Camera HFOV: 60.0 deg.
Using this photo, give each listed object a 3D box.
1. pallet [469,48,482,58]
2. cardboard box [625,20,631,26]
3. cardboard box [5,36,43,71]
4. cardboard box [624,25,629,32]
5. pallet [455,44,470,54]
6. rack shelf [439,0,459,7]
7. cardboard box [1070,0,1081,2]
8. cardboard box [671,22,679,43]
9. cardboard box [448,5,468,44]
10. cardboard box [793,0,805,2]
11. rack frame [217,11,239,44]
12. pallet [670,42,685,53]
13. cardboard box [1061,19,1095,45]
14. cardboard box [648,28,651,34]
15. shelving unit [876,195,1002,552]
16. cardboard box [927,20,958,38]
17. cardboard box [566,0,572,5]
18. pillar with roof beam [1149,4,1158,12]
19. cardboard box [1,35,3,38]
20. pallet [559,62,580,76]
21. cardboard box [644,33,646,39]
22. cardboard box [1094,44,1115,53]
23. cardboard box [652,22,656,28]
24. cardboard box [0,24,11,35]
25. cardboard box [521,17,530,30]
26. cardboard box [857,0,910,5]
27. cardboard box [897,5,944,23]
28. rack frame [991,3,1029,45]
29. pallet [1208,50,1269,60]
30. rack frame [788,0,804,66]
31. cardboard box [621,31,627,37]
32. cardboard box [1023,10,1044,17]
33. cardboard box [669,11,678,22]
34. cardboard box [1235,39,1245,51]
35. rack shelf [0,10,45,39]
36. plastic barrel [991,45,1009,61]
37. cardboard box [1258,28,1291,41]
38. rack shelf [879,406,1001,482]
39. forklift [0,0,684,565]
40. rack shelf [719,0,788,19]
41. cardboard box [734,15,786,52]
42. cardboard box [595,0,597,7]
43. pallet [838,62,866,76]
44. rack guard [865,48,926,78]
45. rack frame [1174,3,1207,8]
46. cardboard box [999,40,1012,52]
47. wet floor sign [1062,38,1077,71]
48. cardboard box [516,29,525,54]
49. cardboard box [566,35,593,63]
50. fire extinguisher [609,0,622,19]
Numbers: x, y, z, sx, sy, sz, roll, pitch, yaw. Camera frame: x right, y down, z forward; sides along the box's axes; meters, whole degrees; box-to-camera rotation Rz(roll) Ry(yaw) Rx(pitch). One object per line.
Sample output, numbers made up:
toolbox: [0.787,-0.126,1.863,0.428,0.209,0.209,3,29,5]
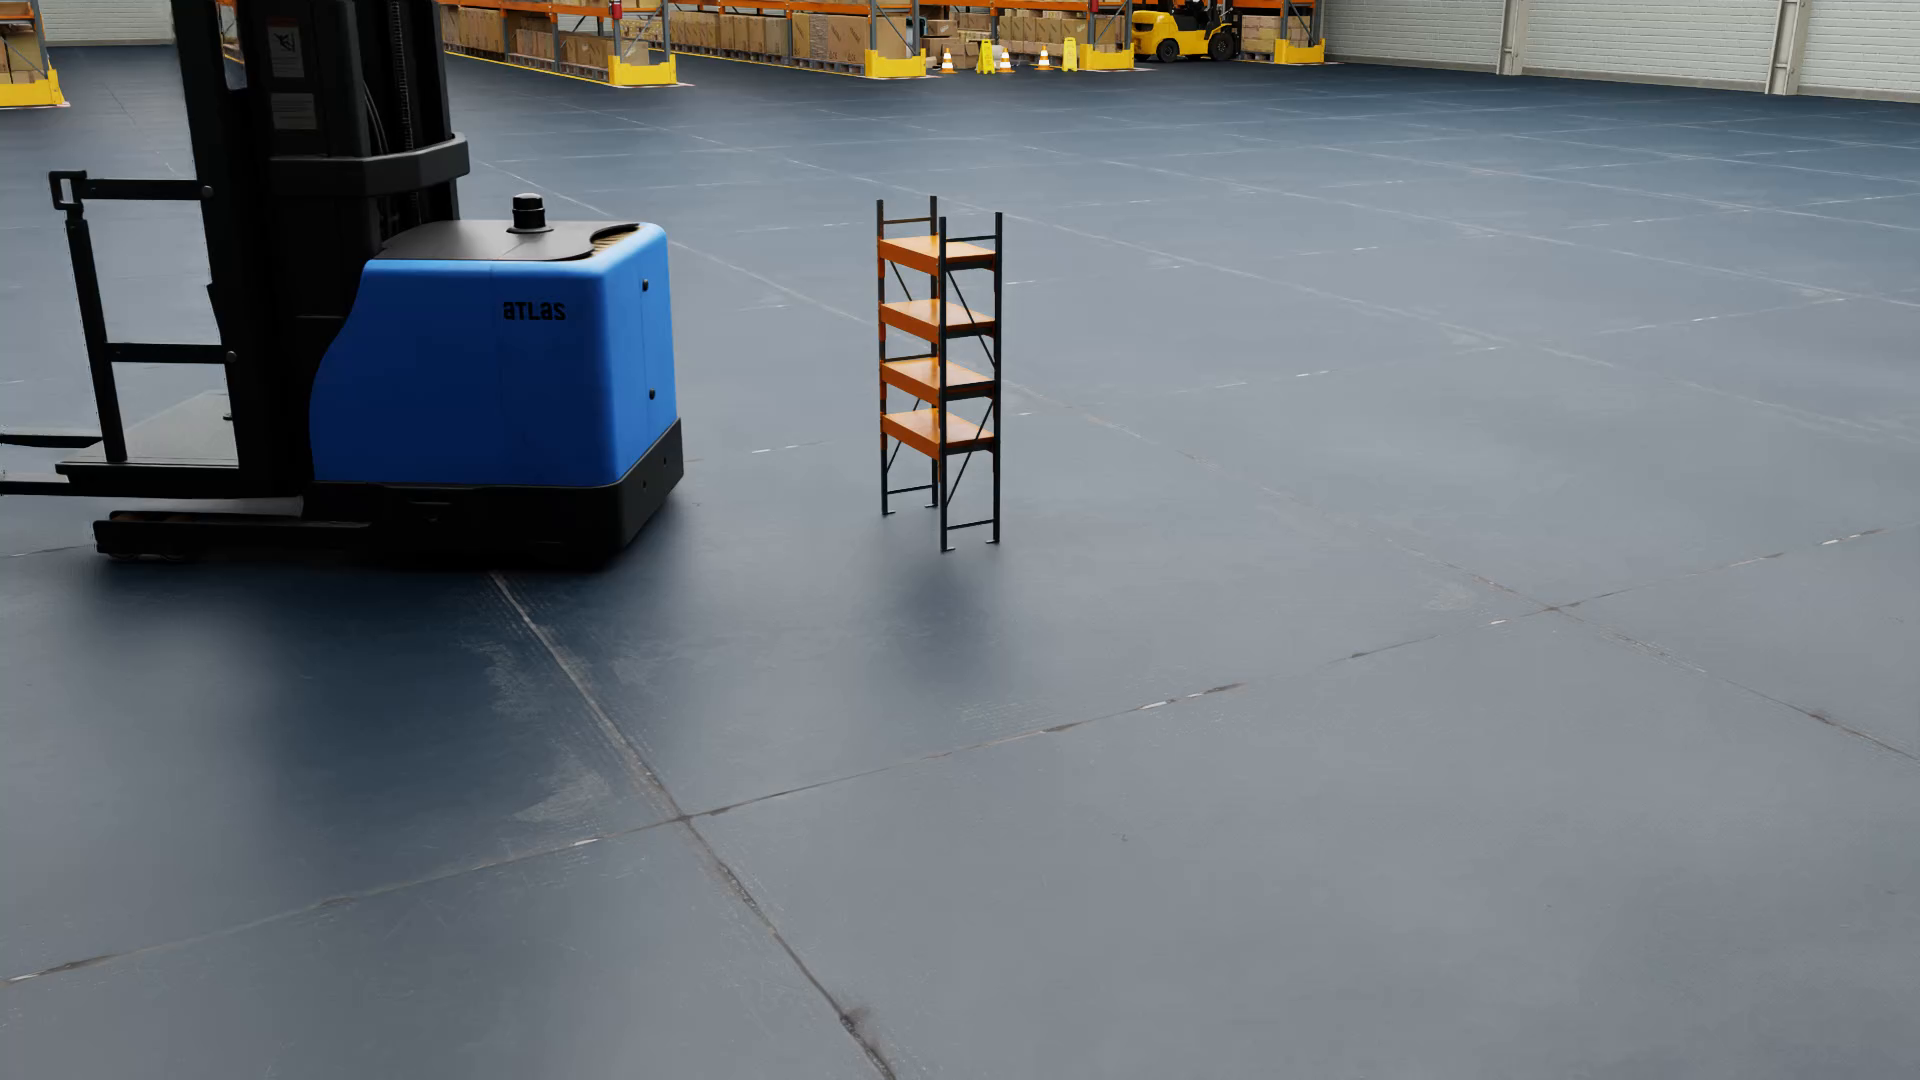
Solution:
pallet: [-10.924,-11.517,39.184,1.003,0.211,1.213,-10,21,-27]
cardboard box: [-8.650,-13.709,44.076,0.380,0.149,0.250,-10,21,-27]
cardboard box: [-14.676,-7.652,26.129,0.500,0.500,0.500,-10,21,-27]
cardboard box: [-8.740,-13.646,44.351,0.380,0.149,0.250,-10,21,-27]
pallet: [-11.649,-11.957,40.460,1.003,0.211,1.213,-10,21,-27]
rack shelf: [-12.307,-13.279,41.119,1.077,0.370,4.000,-10,21,-27]
cardboard box: [2.479,-11.146,34.220,0.380,0.149,0.250,-10,22,-27]
cardboard box: [-6.826,-12.548,41.085,0.500,0.500,0.500,-9,21,-25]
cardboard box: [-12.027,-12.699,40.949,0.875,0.875,0.875,-10,21,-27]
cardboard box: [-2.959,-11.455,34.498,0.875,0.550,0.550,-10,21,-27]
rack frame: [-17.615,-13.426,40.442,1.000,3.000,0.127,-10,21,-27]
pallet: [-6.573,-12.243,41.288,1.003,0.211,1.213,-10,21,-27]
cardboard box: [2.453,-10.578,34.610,0.500,0.500,0.500,-10,21,-26]
cardboard box: [-7.826,-13.124,42.838,0.380,0.149,0.250,-9,21,-25]
shelving unit: [-0.079,-0.615,6.073,0.258,1.200,0.503,-10,21,-27]
cardboard box: [-0.389,-11.175,36.591,0.500,0.500,0.500,-10,21,-27]
cardboard box: [-7.261,-10.232,31.570,0.380,0.149,0.250,-10,21,-27]
pillar with roof beam: [1.254,-16.136,39.098,9.100,9.000,0.400,-10,21,-27]
cardboard box: [-15.383,-7.713,26.306,0.500,0.500,0.500,-10,21,-27]
pallet: [-7.208,-9.243,32.594,1.003,0.211,1.213,-10,21,-27]
cardboard box: [-7.986,-13.077,43.158,0.380,0.149,0.250,-10,21,-26]
cardboard box: [2.923,-10.308,34.978,0.500,0.250,0.500,-10,21,-27]
cardboard box: [-7.623,-13.116,42.357,0.380,0.149,0.250,-10,22,-27]
cardboard box: [-18.859,-9.992,32.497,0.500,0.250,0.500,-9,21,-25]
cardboard box: [-9.113,-11.090,35.679,0.500,0.250,0.500,-9,21,-24]
cardboard box: [-1.462,-10.510,31.761,0.875,0.550,0.550,-10,21,-27]
cardboard box: [-0.991,-12.837,41.348,0.875,0.875,0.875,-10,22,-27]
rack frame: [1.163,-12.283,37.130,1.000,3.000,0.127,-10,21,-27]
pallet: [6.454,-11.150,38.120,1.003,0.211,1.213,-10,21,-27]
rack frame: [-3.145,-11.488,34.824,1.000,3.000,0.127,-10,21,-27]
cardboard box: [-8.876,-13.583,44.624,0.380,0.149,0.250,-10,21,-26]
cardboard box: [1.589,-11.363,35.890,0.380,0.149,0.250,-9,21,-24]
cardboard box: [-6.825,-12.903,40.963,0.500,0.250,0.500,-11,22,-29]
cardboard box: [6.471,-11.179,37.501,0.500,0.250,0.500,-10,21,-26]
rack shelf: [-15.328,-8.301,26.692,1.077,0.370,4.000,-10,21,-27]
plastic barrel: [0.750,-10.276,35.262,0.512,0.421,0.421,4,19,11]
cardboard box: [6.923,-11.131,36.597,0.500,0.250,0.500,-10,22,-27]
rack shelf: [-0.079,-0.363,6.160,0.258,0.148,0.480,-10,21,-27]
forklift: [-2.650,-1.475,5.913,3.031,2.935,1.130,1,19,4]
rack shelf: [-4.095,-11.722,36.606,1.077,0.370,4.000,-10,21,-27]
cardboard box: [-4.416,-11.332,37.178,1.050,0.750,0.750,-10,21,-26]
cardboard box: [-6.445,-9.819,30.374,0.380,0.149,0.250,-10,21,-27]
pallet: [-1.694,-9.239,32.582,1.003,0.211,1.213,-10,21,-27]
rack guard: [-1.234,-9.151,31.884,1.175,0.500,0.348,-10,21,-27]
rack frame: [5.530,-13.053,39.362,1.000,3.000,0.127,-10,21,-27]
cardboard box: [1.206,-10.971,36.898,0.500,0.250,0.500,-11,22,-29]
wet floor sign: [2.211,-9.802,33.548,0.267,0.644,0.232,-3,19,-8]
cardboard box: [-9.122,-10.734,35.797,0.700,0.500,0.500,-11,22,-30]
cardboard box: [-7.403,-9.644,32.671,0.500,0.500,0.500,-11,22,-28]
fire extinguisher: [-6.010,-9.459,29.065,0.296,0.674,0.183,-10,21,-27]
